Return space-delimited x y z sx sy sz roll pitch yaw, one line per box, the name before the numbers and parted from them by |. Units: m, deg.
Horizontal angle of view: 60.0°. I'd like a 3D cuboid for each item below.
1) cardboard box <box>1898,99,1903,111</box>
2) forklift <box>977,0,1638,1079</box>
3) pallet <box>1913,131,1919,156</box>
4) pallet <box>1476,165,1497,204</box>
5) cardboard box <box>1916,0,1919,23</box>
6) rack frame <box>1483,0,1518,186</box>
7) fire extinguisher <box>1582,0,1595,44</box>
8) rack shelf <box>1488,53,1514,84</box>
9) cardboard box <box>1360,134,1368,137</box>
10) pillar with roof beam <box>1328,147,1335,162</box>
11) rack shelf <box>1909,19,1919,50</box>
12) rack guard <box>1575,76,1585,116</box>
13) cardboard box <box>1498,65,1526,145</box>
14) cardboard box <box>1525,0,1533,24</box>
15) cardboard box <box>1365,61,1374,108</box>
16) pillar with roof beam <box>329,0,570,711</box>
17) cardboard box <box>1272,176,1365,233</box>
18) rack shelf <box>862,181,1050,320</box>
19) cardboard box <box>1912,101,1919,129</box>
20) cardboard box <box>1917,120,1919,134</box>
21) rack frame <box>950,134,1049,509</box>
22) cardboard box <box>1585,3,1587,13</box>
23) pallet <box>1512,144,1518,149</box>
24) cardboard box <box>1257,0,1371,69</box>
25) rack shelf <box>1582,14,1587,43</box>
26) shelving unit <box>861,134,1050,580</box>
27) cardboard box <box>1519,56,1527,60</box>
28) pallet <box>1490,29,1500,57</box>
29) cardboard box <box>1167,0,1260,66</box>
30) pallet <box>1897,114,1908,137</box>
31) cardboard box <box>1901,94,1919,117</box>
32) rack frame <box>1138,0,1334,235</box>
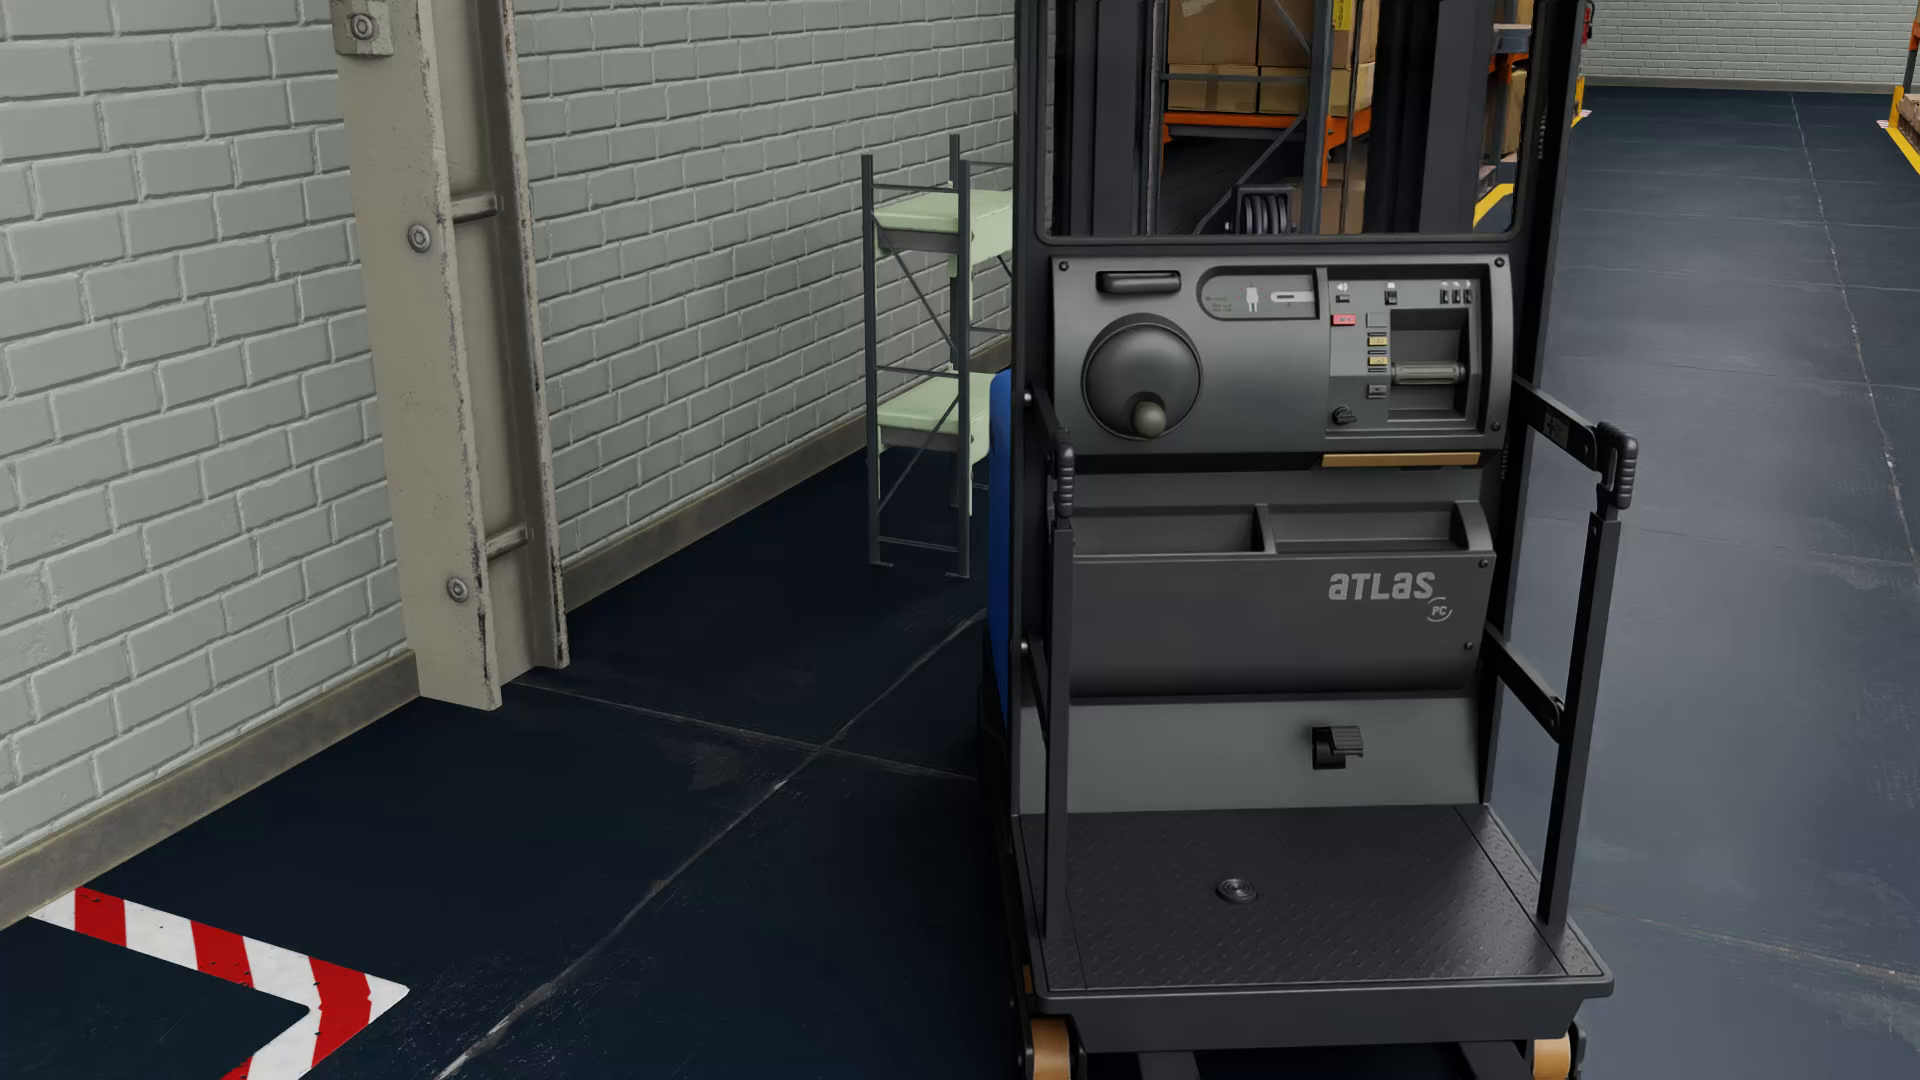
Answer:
cardboard box | 12.073 -5.476 20.988 0.380 0.149 0.250 9 21 23
forklift | 0.661 -0.374 3.145 1.130 2.935 3.031 -1 20 -3
pallet | 11.202 -4.366 18.430 1.003 0.211 1.213 9 21 23
pallet | 4.440 -3.373 15.639 1.003 0.211 1.213 9 21 23
cardboard box | 12.136 -6.640 20.515 0.500 0.500 0.500 9 21 24
rack frame | 4.762 -4.926 15.843 1.000 3.000 0.127 9 21 23
fire extinguisher | 8.520 -7.142 22.747 0.296 0.674 0.183 9 21 23
rack shelf | 3.943 -3.975 14.244 1.077 0.370 4.000 9 21 23
cardboard box | 3.587 -3.448 13.643 0.500 0.250 0.500 8 21 22
pillar with roof beam | 7.368 -6.883 12.393 9.100 9.000 0.400 9 21 23
rack shelf | 11.739 -5.742 19.213 1.077 0.370 4.000 9 21 23
rack guard | 8.047 -6.201 23.159 1.175 0.500 0.348 9 21 23
cardboard box | 5.547 -4.585 17.465 0.750 0.750 0.750 8 21 22
cardboard box | 5.417 -5.395 16.538 0.500 0.500 0.500 9 22 24
cardboard box | 2.175 -2.685 9.737 0.500 0.250 0.500 8 21 21
pillar with roof beam | 2.454 -3.215 2.078 9.100 9.000 0.400 9 21 23
cardboard box | 2.431 -2.101 10.973 0.700 0.500 0.500 7 21 19
rack shelf | -0.003 -1.072 6.081 0.431 0.370 0.720 9 21 23
cardboard box | 11.202 -4.853 18.994 0.500 0.311 0.500 9 21 23
cardboard box | 10.895 -4.713 18.318 0.500 0.500 0.500 9 21 23
rack frame | 0.147 -0.816 6.526 0.400 1.500 0.023 9 21 23
cardboard box | 7.838 -7.355 22.227 0.980 0.700 0.700 10 22 25
pallet | 5.654 -4.214 18.004 1.003 0.211 1.213 9 21 23
cardboard box | 1.955 -2.877 9.157 0.500 0.500 0.500 9 21 23
rack shelf | 7.219 -6.421 21.121 1.077 0.370 4.000 9 21 23
shelving unit | -0.003 -0.705 6.212 0.431 1.500 0.755 9 21 23
cardboard box | 6.252 -5.117 18.962 0.750 0.750 0.750 9 21 23
pallet | 3.988 -4.225 14.158 1.003 0.211 1.213 9 21 23
cardboard box | 1.485 -2.946 9.350 0.500 0.500 0.500 8 21 22
pallet | 12.202 -5.112 20.528 1.003 0.211 1.213 9 21 23
cardboard box | 11.872 -5.324 20.411 0.500 0.250 0.500 9 21 23
rack frame | 1.486 -2.480 8.966 1.000 3.000 0.127 9 21 23
